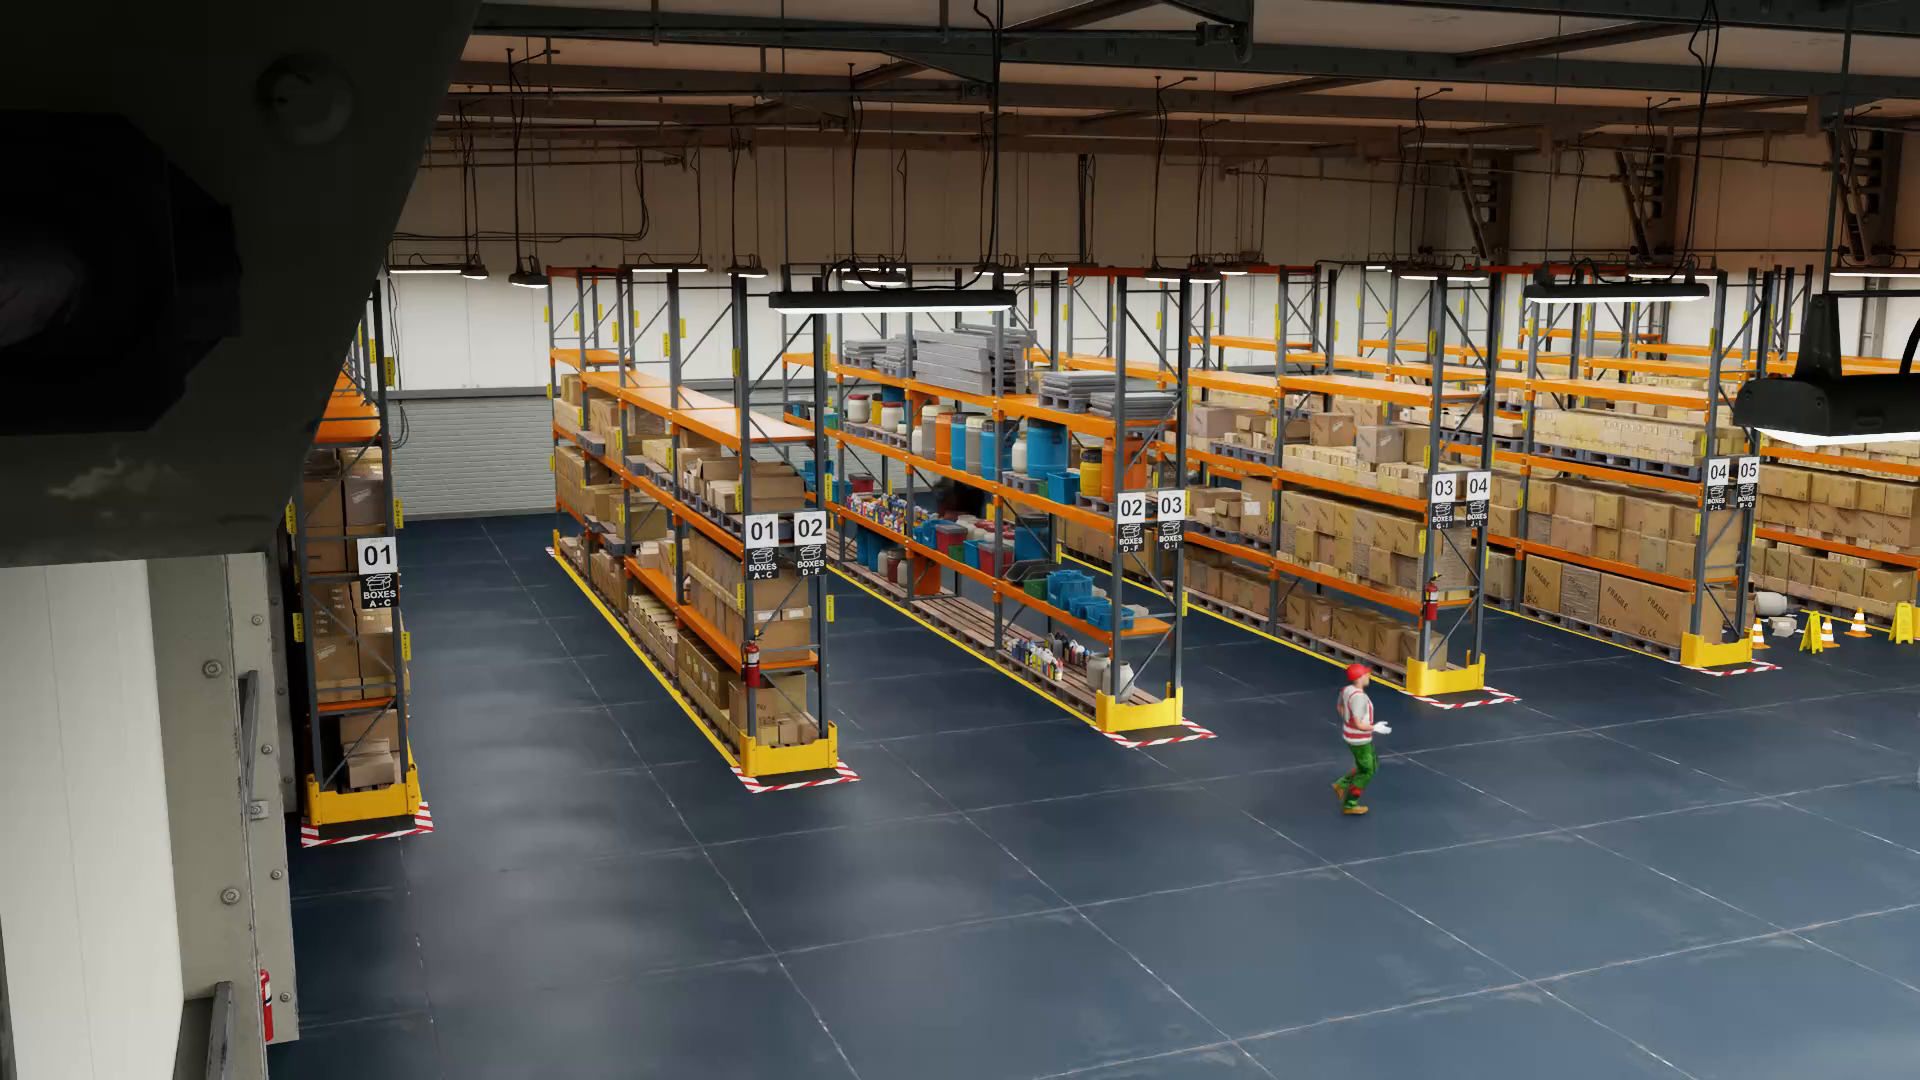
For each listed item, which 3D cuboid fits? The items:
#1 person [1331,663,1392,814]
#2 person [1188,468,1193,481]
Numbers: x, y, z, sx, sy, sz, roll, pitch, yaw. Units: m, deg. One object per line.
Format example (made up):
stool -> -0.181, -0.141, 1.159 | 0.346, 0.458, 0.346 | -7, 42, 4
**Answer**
person -> 4.528, 2.239, 18.762 | 0.598, 1.740, 0.648 | 0, 10, 3
person -> 5.706, -1.662, 41.658 | 0.765, 1.595, 0.687 | -1, 10, -6
